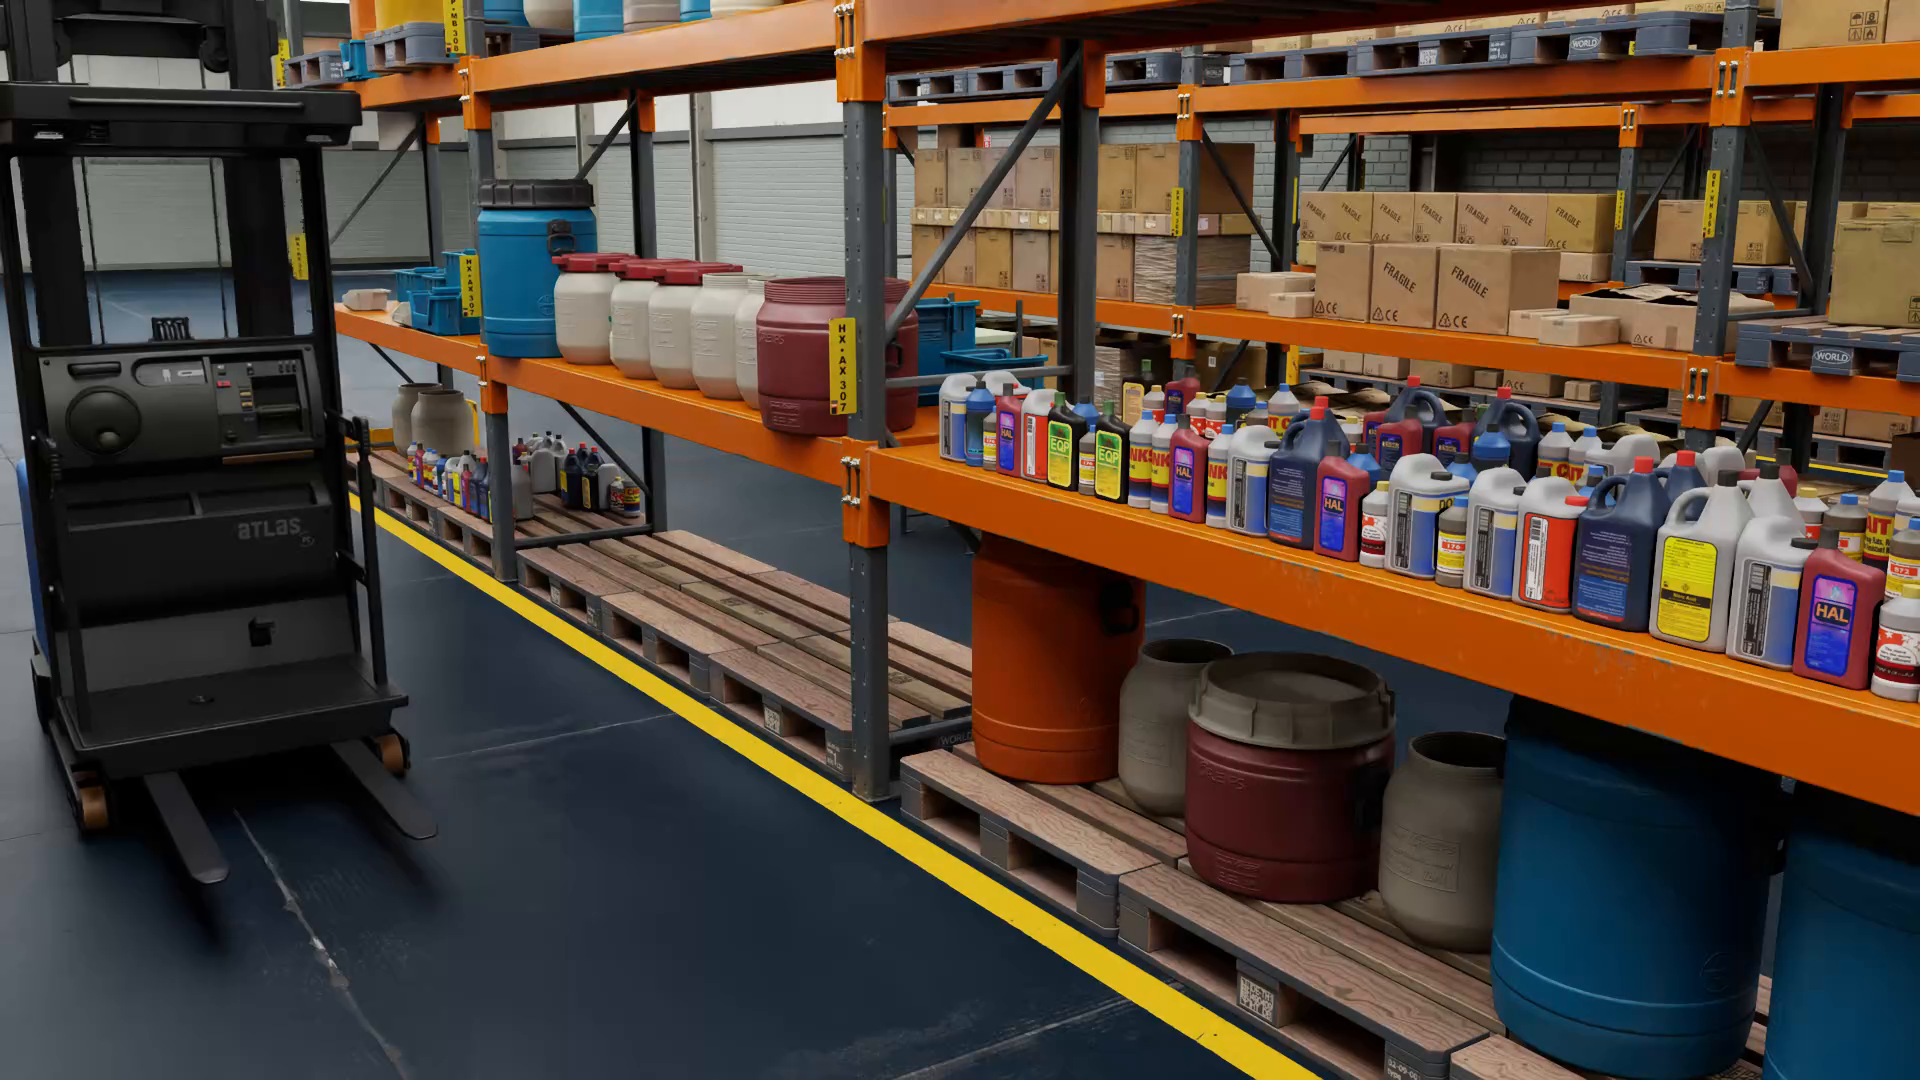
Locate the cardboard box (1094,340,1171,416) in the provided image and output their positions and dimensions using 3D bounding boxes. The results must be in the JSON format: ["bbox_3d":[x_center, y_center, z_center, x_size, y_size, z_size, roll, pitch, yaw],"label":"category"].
[{"bbox_3d":[1.258,-1.251,12.757,0.500,0.500,0.500,-8,15,-33],"label":"cardboard box"}]

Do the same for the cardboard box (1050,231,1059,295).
[{"bbox_3d":[1.141,-2.185,13.099,0.700,0.500,0.500,-8,15,-32],"label":"cardboard box"}]

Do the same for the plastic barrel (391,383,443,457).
[{"bbox_3d":[-3.949,-0.883,12.219,0.421,0.512,0.421,0,12,0],"label":"plastic barrel"}]

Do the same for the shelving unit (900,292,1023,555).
[{"bbox_3d":[-0.004,-0.734,10.207,0.431,1.500,0.755,-8,15,-33],"label":"shelving unit"}]

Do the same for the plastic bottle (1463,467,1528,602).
[{"bbox_3d":[1.228,-0.017,3.708,0.152,0.276,0.135,-8,15,-33],"label":"plastic bottle"}]

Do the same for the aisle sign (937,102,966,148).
[{"bbox_3d":[-0.043,-3.903,15.104,0.394,0.787,0.004,-8,15,-33],"label":"aisle sign"}]

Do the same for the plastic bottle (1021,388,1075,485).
[{"bbox_3d":[0.282,-0.320,5.096,0.152,0.276,0.135,-8,15,-33],"label":"plastic bottle"}]

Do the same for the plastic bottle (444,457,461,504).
[{"bbox_3d":[-3.130,-0.376,10.403,0.152,0.276,0.135,-8,15,-32],"label":"plastic bottle"}]

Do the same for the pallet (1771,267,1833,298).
[{"bbox_3d":[7.172,-2.005,12.956,1.003,0.211,1.213,-8,15,-33],"label":"pallet"}]

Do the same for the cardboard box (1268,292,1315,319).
[{"bbox_3d":[2.285,-1.571,11.112,0.380,0.149,0.250,-8,15,-33],"label":"cardboard box"}]

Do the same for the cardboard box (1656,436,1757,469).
[{"bbox_3d":[4.135,-0.428,9.437,0.500,0.311,0.500,-8,14,-31],"label":"cardboard box"}]

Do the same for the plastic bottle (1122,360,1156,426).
[{"bbox_3d":[0.635,-0.500,5.900,0.061,0.283,0.133,-8,15,-33],"label":"plastic bottle"}]

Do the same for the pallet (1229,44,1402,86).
[{"bbox_3d":[2.464,-3.092,10.906,0.805,0.209,1.217,-9,15,-35],"label":"pallet"}]

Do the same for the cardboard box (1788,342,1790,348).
[{"bbox_3d":[6.755,-1.616,13.795,0.500,0.250,0.500,-8,15,-34],"label":"cardboard box"}]

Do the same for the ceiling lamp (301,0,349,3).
[{"bbox_3d":[-13.632,-12.995,35.059,2.000,3.185,0.800,-8,15,-33],"label":"ceiling lamp"}]

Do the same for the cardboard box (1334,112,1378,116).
[{"bbox_3d":[4.115,-4.509,16.657,0.500,0.500,0.500,-7,14,-29],"label":"cardboard box"}]

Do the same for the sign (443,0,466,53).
[{"bbox_3d":[-2.625,-2.696,8.628,0.100,0.325,0.005,-8,15,-33],"label":"sign"}]

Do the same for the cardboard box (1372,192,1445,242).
[{"bbox_3d":[4.431,-3.174,16.406,0.500,0.500,0.500,-9,15,-35],"label":"cardboard box"}]

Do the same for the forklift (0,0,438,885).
[{"bbox_3d":[-2.727,-0.533,5.939,1.130,2.935,3.031,-8,15,-32],"label":"forklift"}]

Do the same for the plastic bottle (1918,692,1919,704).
[{"bbox_3d":[1.784,0.162,2.891,0.152,0.276,0.135,-8,15,-33],"label":"plastic bottle"}]

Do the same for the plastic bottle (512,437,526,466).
[{"bbox_3d":[-2.966,-0.554,11.201,0.061,0.283,0.133,-8,15,-33],"label":"plastic bottle"}]

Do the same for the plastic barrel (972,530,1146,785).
[{"bbox_3d":[0.340,0.362,5.784,0.600,0.830,0.708,-8,15,-33],"label":"plastic barrel"}]

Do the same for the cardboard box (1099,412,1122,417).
[{"bbox_3d":[1.257,-0.884,12.836,0.500,0.250,0.500,-8,15,-33],"label":"cardboard box"}]

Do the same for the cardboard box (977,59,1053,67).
[{"bbox_3d":[0.441,-4.047,13.280,0.500,0.500,0.500,-8,15,-33],"label":"cardboard box"}]

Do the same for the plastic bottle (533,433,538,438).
[{"bbox_3d":[-2.915,-0.596,11.393,0.061,0.283,0.133,-8,14,-31],"label":"plastic bottle"}]

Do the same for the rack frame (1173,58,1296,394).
[{"bbox_3d":[1.965,-1.875,11.917,1.000,3.000,0.127,-8,15,-33],"label":"rack frame"}]

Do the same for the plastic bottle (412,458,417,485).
[{"bbox_3d":[-3.575,-0.471,11.016,0.097,0.201,0.097,0,12,0],"label":"plastic bottle"}]

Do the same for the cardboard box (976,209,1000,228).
[{"bbox_3d":[0.360,-2.674,13.815,0.380,0.149,0.250,-9,15,-35],"label":"cardboard box"}]

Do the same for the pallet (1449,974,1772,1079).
[{"bbox_3d":[1.879,1.353,3.680,1.003,0.211,1.213,-8,15,-33],"label":"pallet"}]

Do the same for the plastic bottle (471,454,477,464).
[{"bbox_3d":[-3.041,-0.392,10.461,0.061,0.283,0.133,-8,15,-33],"label":"plastic bottle"}]

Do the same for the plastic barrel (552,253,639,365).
[{"bbox_3d":[-1.813,-1.160,8.327,0.433,0.535,0.433,0,12,0],"label":"plastic barrel"}]

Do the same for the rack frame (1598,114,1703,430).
[{"bbox_3d":[6.087,-2.462,14.601,1.000,3.000,0.127,-8,15,-33],"label":"rack frame"}]

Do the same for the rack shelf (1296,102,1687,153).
[{"bbox_3d":[4.978,-3.932,15.984,1.077,0.370,4.000,-8,15,-33],"label":"rack shelf"}]

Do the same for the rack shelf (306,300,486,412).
[{"bbox_3d":[-3.269,-1.294,10.942,1.077,0.370,4.000,-8,15,-33],"label":"rack shelf"}]

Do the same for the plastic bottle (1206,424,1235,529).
[{"bbox_3d":[0.707,-0.171,4.424,0.097,0.271,0.097,0,12,0],"label":"plastic bottle"}]

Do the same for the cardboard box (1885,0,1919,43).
[{"bbox_3d":[4.733,-2.514,7.581,0.910,0.500,0.500,-8,15,-33],"label":"cardboard box"}]

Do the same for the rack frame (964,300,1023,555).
[{"bbox_3d":[0.199,-0.669,9.909,0.400,1.500,0.023,-8,15,-33],"label":"rack frame"}]

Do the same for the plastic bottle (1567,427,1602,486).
[{"bbox_3d":[1.649,-0.161,4.380,0.097,0.271,0.097,0,12,0],"label":"plastic bottle"}]

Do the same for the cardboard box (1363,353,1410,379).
[{"bbox_3d":[4.495,-1.840,17.019,0.500,0.311,0.500,-7,14,-28],"label":"cardboard box"}]

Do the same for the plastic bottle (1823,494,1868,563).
[{"bbox_3d":[2.034,-0.004,3.822,0.097,0.201,0.097,0,12,0],"label":"plastic bottle"}]

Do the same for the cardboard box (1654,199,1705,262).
[{"bbox_3d":[6.340,-2.632,14.111,0.700,0.500,0.500,-8,15,-33],"label":"cardboard box"}]

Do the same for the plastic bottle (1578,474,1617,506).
[{"bbox_3d":[1.396,-0.009,3.682,0.097,0.271,0.097,0,12,0],"label":"plastic bottle"}]

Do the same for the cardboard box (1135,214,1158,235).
[{"bbox_3d":[1.500,-2.308,12.144,0.380,0.149,0.250,-8,15,-34],"label":"cardboard box"}]

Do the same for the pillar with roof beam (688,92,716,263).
[{"bbox_3d":[-8.578,-8.774,29.420,9.100,9.000,0.400,-8,15,-33],"label":"pillar with roof beam"}]

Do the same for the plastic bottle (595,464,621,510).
[{"bbox_3d":[-2.174,-0.337,10.227,0.152,0.276,0.135,-7,14,-31],"label":"plastic bottle"}]

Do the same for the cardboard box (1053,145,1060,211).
[{"bbox_3d":[1.156,-2.815,12.943,0.700,0.500,0.500,-8,15,-33],"label":"cardboard box"}]

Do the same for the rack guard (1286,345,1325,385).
[{"bbox_3d":[3.912,-1.939,18.059,1.175,0.500,0.348,-8,15,-33],"label":"rack guard"}]

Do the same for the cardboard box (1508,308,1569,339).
[{"bbox_3d":[3.427,-1.261,9.697,0.380,0.149,0.250,-7,14,-29],"label":"cardboard box"}]

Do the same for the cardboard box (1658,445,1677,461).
[{"bbox_3d":[3.686,-0.364,9.145,0.500,0.311,0.500,-8,14,-31],"label":"cardboard box"}]

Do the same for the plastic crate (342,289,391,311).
[{"bbox_3d":[-4.149,-1.675,11.618,0.298,0.136,0.250,-8,15,-33],"label":"plastic crate"}]
